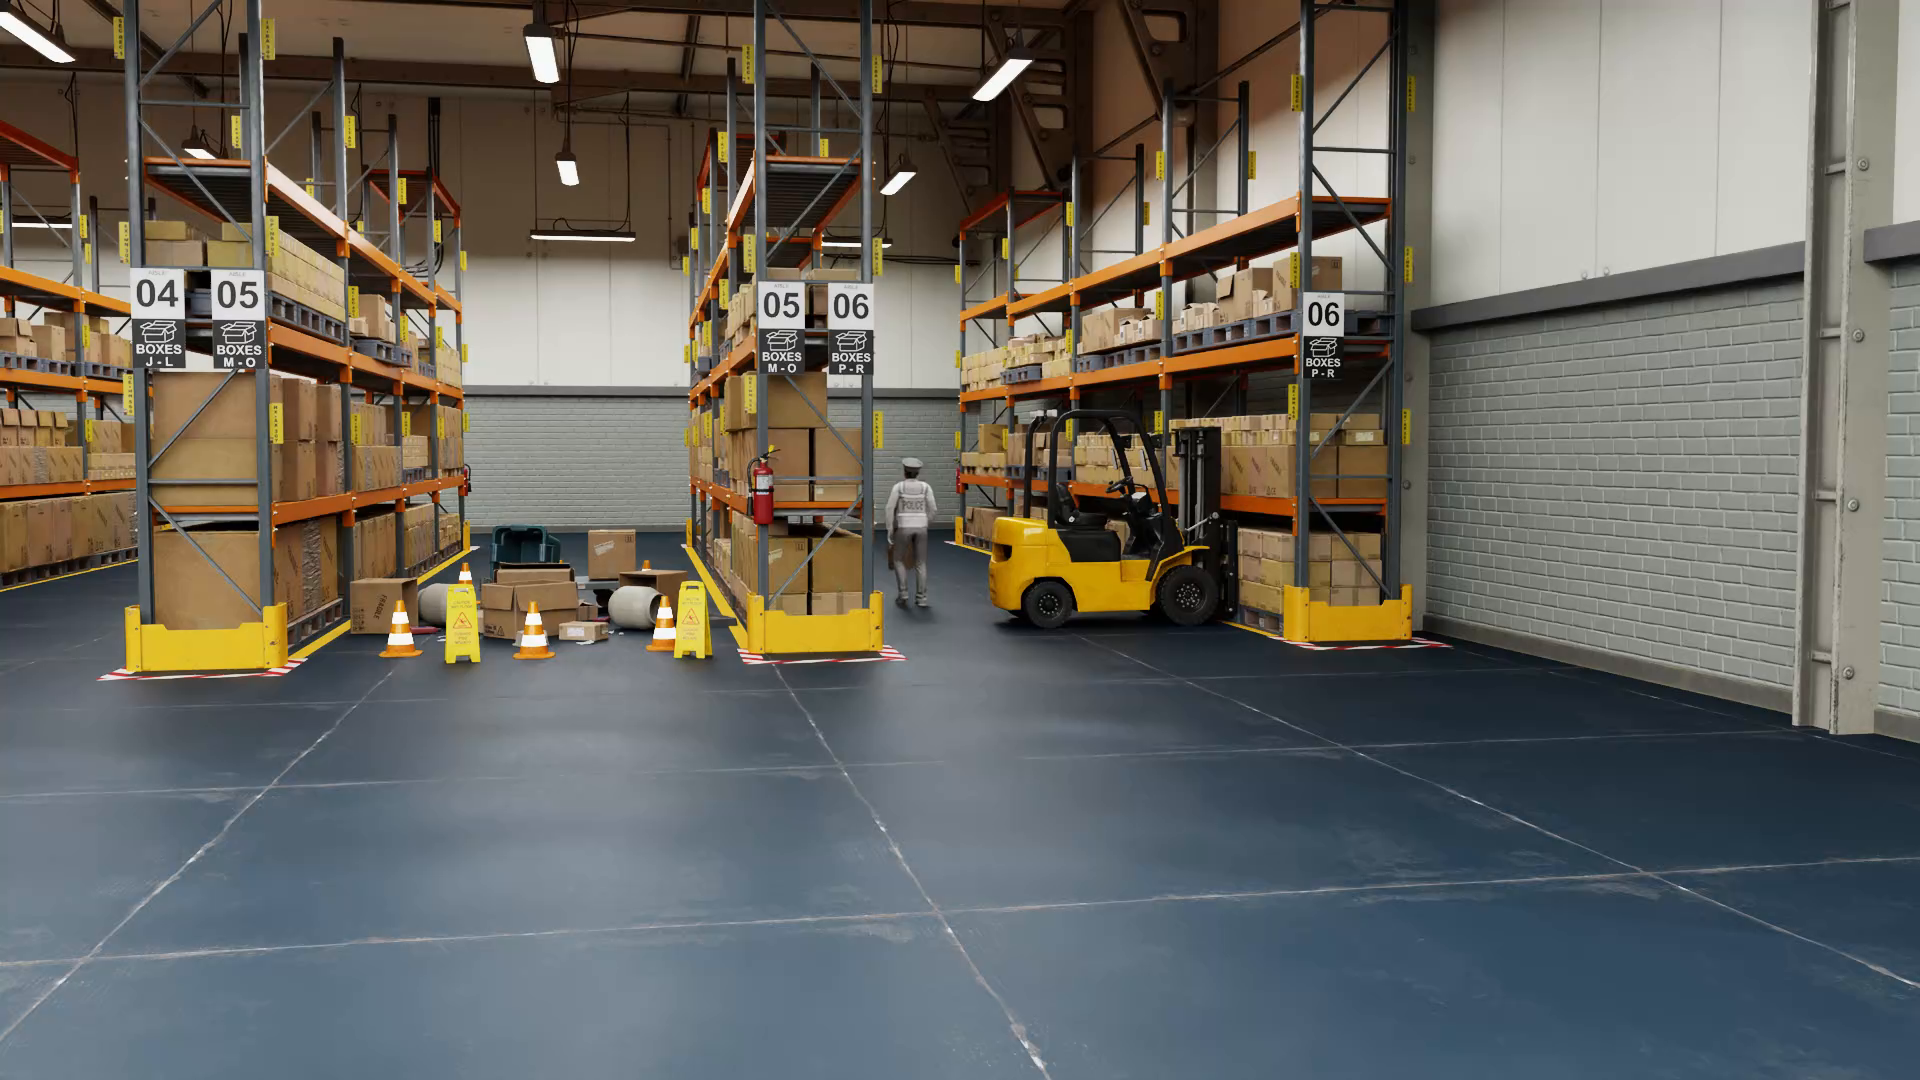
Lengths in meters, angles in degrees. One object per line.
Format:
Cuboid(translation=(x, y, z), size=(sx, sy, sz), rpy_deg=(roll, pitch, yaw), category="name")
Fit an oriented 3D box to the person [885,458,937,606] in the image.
Cuboid(translation=(-0.561, -0.094, 18.777), size=(0.606, 1.670, 0.523), rpy_deg=(-1, 3, -13), category="person")
